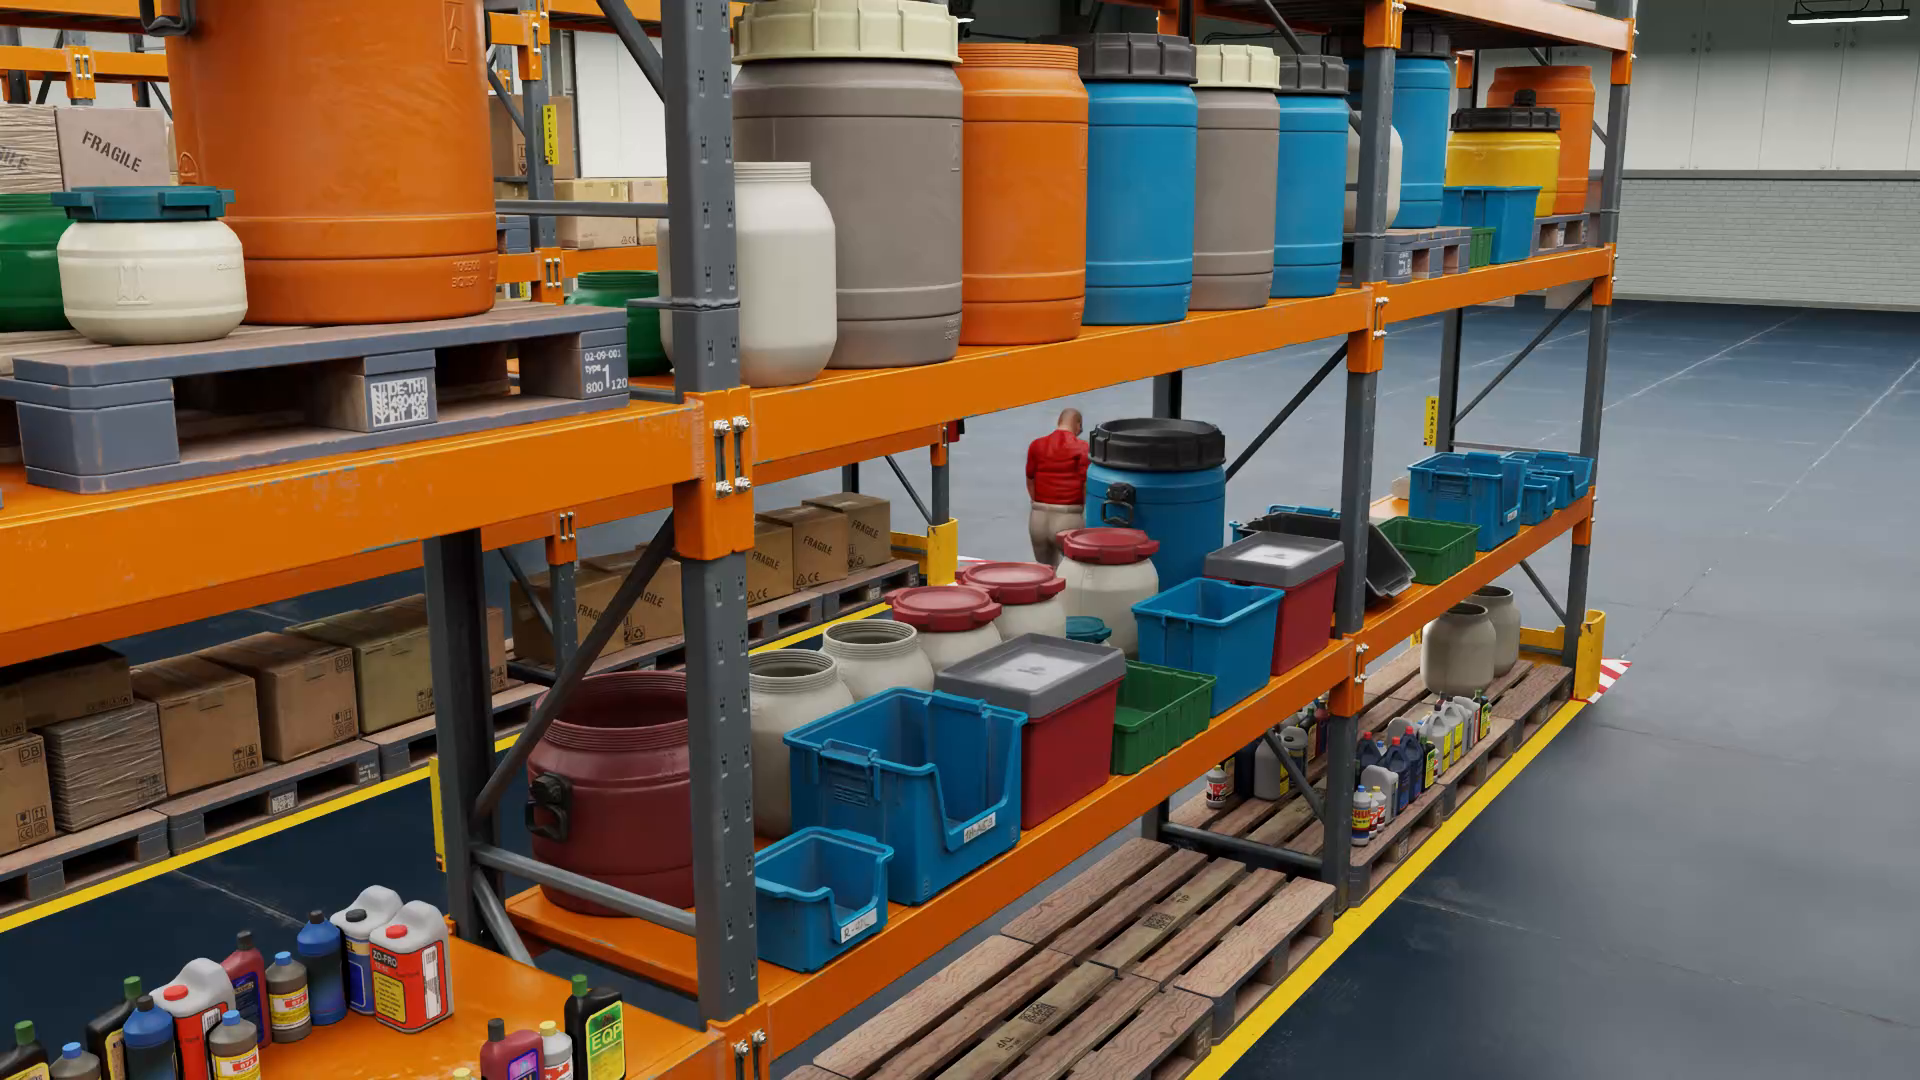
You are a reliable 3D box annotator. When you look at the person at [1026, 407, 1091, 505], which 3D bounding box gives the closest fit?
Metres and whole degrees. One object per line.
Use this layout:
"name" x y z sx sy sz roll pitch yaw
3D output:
"person" 0.720 -0.452 11.737 0.571 0.946 0.446 9 16 34
